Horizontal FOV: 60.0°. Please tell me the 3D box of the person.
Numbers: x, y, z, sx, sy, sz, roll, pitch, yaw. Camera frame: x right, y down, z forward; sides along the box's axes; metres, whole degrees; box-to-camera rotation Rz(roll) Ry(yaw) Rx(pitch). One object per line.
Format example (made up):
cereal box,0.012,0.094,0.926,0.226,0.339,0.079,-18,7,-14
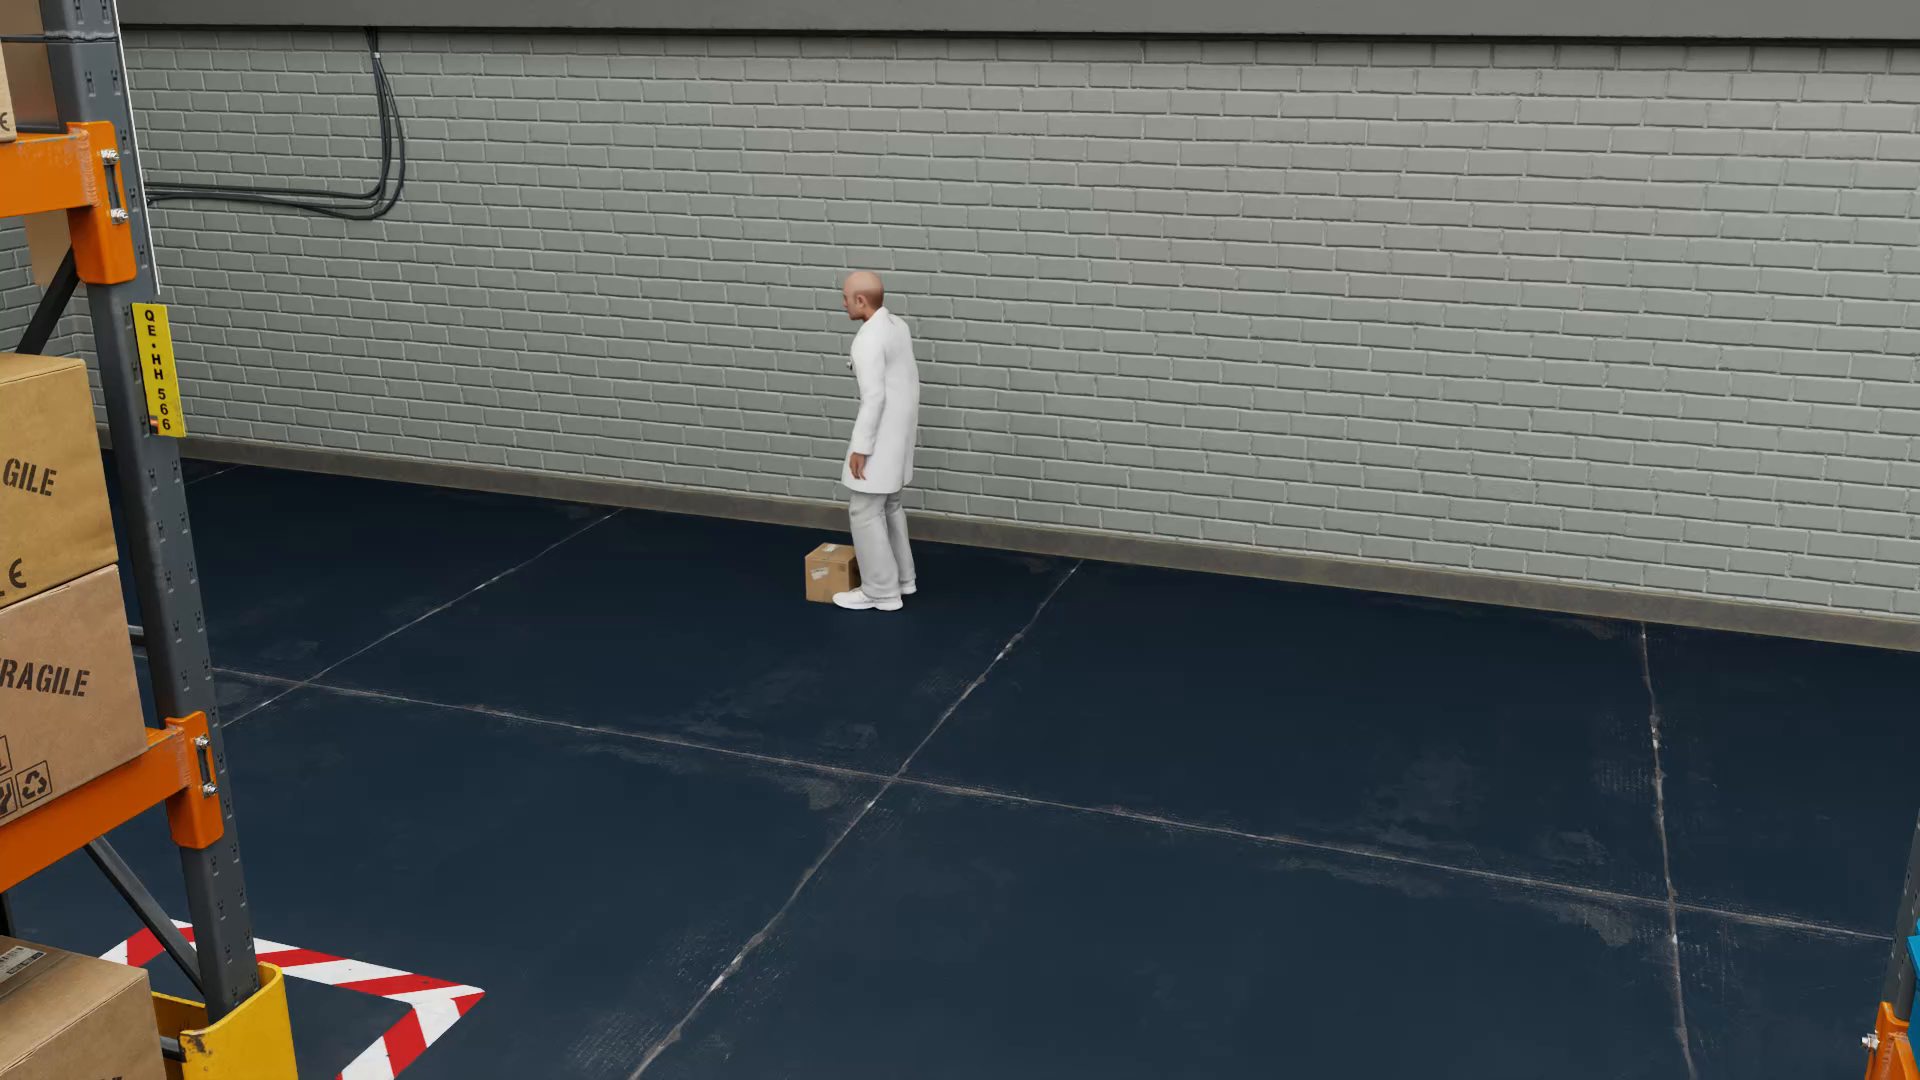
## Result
person,-0.430,-0.517,8.643,0.428,1.772,0.642,5,19,16
